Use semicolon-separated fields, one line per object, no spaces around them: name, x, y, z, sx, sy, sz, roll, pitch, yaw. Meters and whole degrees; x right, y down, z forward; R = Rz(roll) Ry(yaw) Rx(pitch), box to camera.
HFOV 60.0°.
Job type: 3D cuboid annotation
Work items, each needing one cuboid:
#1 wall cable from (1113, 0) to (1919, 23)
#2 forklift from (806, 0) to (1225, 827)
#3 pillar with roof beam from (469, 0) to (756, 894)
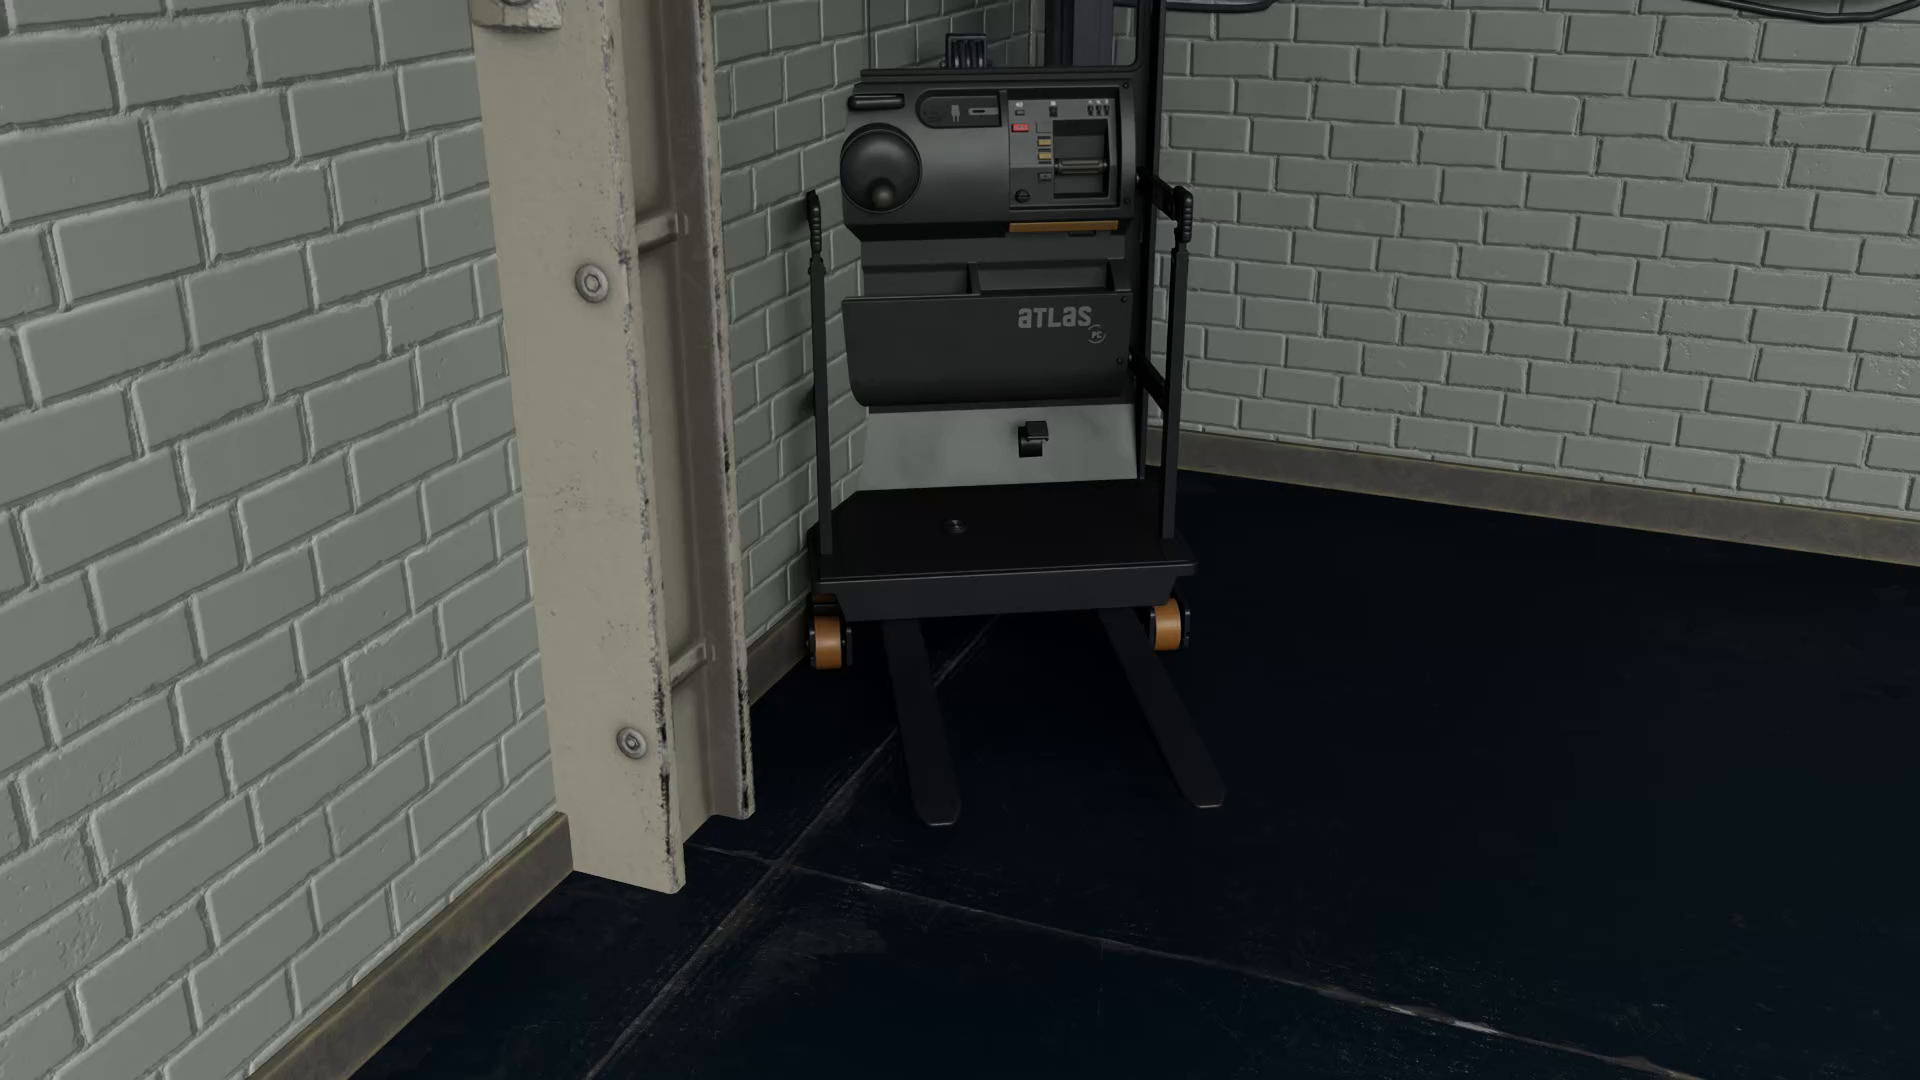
wall cable;1.599;-2.866;4.964;3.097;2.526;0.112;9;24;20
forklift;0.076;-1.113;4.612;1.130;2.935;3.031;-3;23;-6
pillar with roof beam;3.274;-2.817;0.819;9.100;9.000;0.400;9;24;20
